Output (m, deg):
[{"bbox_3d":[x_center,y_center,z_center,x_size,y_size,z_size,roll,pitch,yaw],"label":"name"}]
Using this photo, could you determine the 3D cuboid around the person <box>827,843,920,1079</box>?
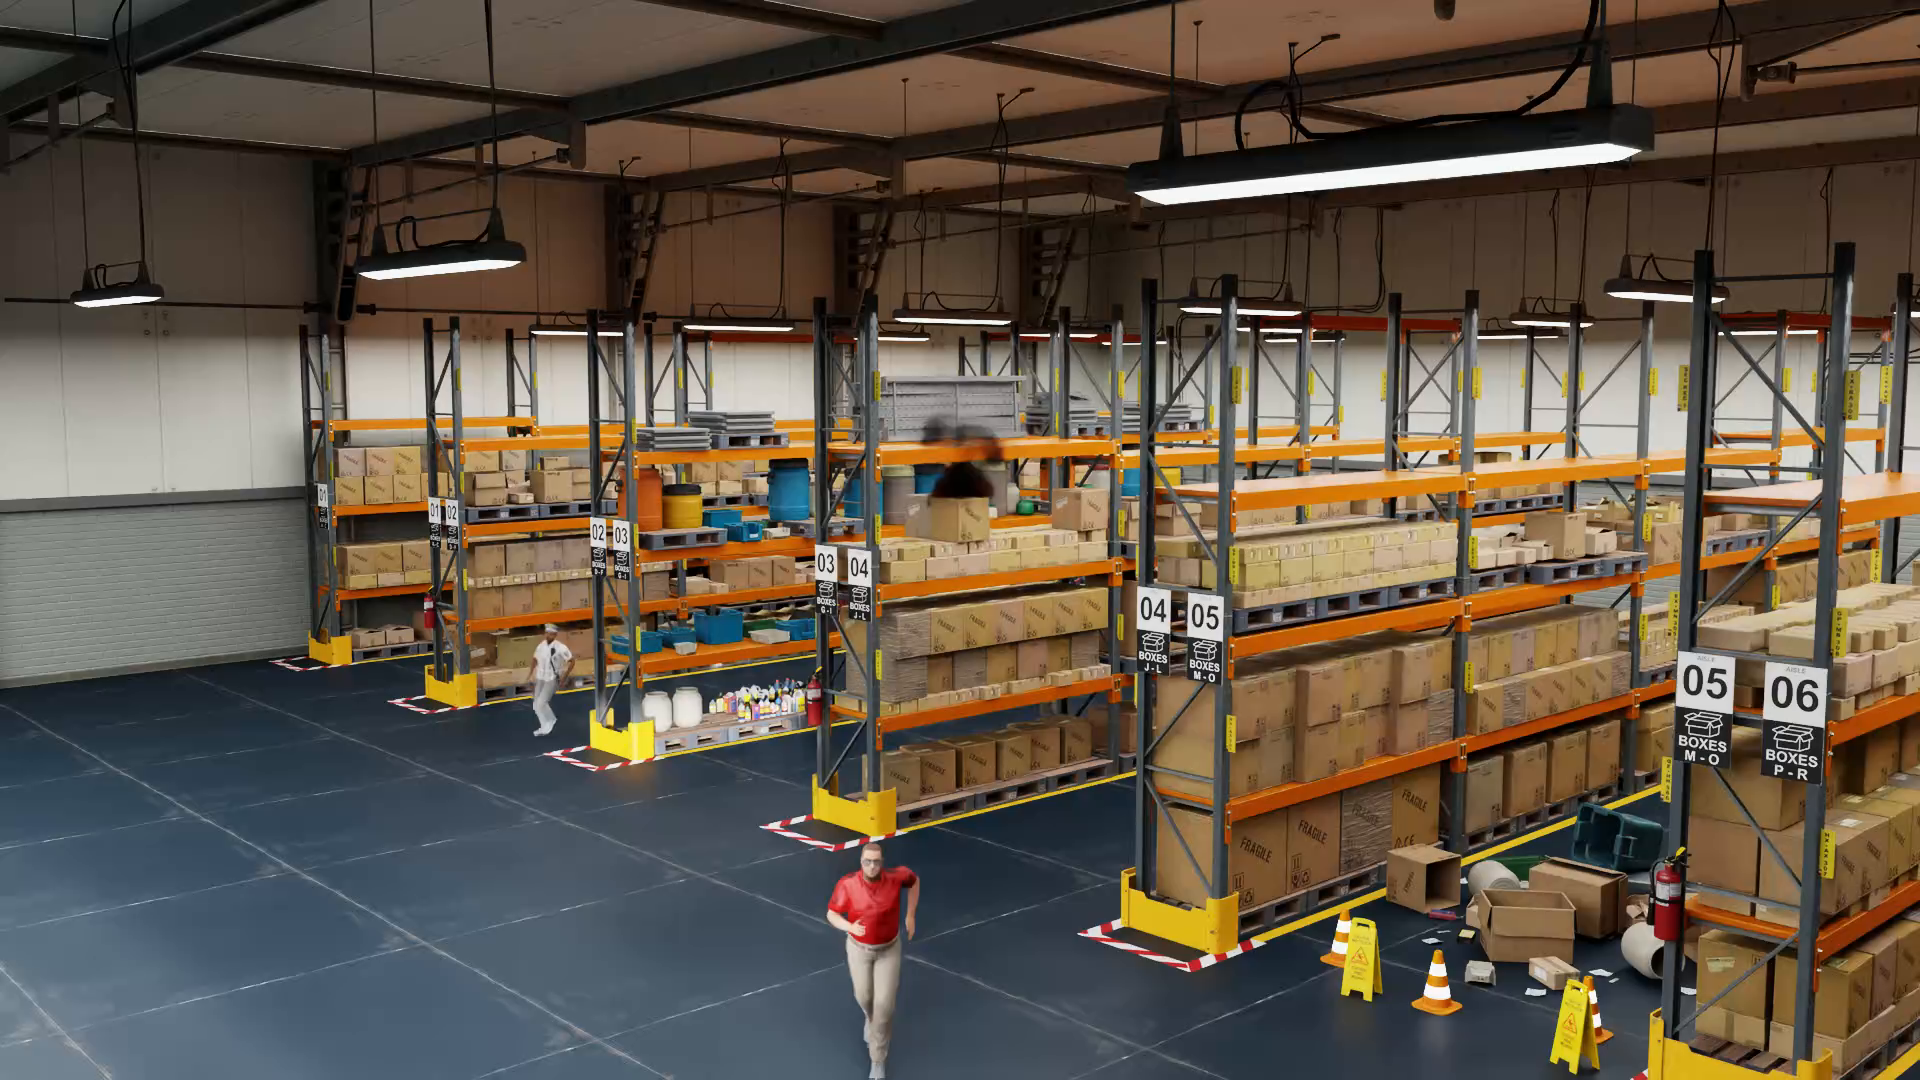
[{"bbox_3d":[-0.638,3.094,12.411,0.677,1.791,0.952,0,6,0],"label":"person"}]

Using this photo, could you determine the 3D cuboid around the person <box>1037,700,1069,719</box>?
[{"bbox_3d":[1.305,1.936,23.288,0.973,1.824,0.720,-5,8,-40],"label":"person"}]

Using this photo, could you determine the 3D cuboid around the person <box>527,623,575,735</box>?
[{"bbox_3d":[-5.820,1.979,23.489,0.635,1.635,0.542,3,6,26],"label":"person"}]
